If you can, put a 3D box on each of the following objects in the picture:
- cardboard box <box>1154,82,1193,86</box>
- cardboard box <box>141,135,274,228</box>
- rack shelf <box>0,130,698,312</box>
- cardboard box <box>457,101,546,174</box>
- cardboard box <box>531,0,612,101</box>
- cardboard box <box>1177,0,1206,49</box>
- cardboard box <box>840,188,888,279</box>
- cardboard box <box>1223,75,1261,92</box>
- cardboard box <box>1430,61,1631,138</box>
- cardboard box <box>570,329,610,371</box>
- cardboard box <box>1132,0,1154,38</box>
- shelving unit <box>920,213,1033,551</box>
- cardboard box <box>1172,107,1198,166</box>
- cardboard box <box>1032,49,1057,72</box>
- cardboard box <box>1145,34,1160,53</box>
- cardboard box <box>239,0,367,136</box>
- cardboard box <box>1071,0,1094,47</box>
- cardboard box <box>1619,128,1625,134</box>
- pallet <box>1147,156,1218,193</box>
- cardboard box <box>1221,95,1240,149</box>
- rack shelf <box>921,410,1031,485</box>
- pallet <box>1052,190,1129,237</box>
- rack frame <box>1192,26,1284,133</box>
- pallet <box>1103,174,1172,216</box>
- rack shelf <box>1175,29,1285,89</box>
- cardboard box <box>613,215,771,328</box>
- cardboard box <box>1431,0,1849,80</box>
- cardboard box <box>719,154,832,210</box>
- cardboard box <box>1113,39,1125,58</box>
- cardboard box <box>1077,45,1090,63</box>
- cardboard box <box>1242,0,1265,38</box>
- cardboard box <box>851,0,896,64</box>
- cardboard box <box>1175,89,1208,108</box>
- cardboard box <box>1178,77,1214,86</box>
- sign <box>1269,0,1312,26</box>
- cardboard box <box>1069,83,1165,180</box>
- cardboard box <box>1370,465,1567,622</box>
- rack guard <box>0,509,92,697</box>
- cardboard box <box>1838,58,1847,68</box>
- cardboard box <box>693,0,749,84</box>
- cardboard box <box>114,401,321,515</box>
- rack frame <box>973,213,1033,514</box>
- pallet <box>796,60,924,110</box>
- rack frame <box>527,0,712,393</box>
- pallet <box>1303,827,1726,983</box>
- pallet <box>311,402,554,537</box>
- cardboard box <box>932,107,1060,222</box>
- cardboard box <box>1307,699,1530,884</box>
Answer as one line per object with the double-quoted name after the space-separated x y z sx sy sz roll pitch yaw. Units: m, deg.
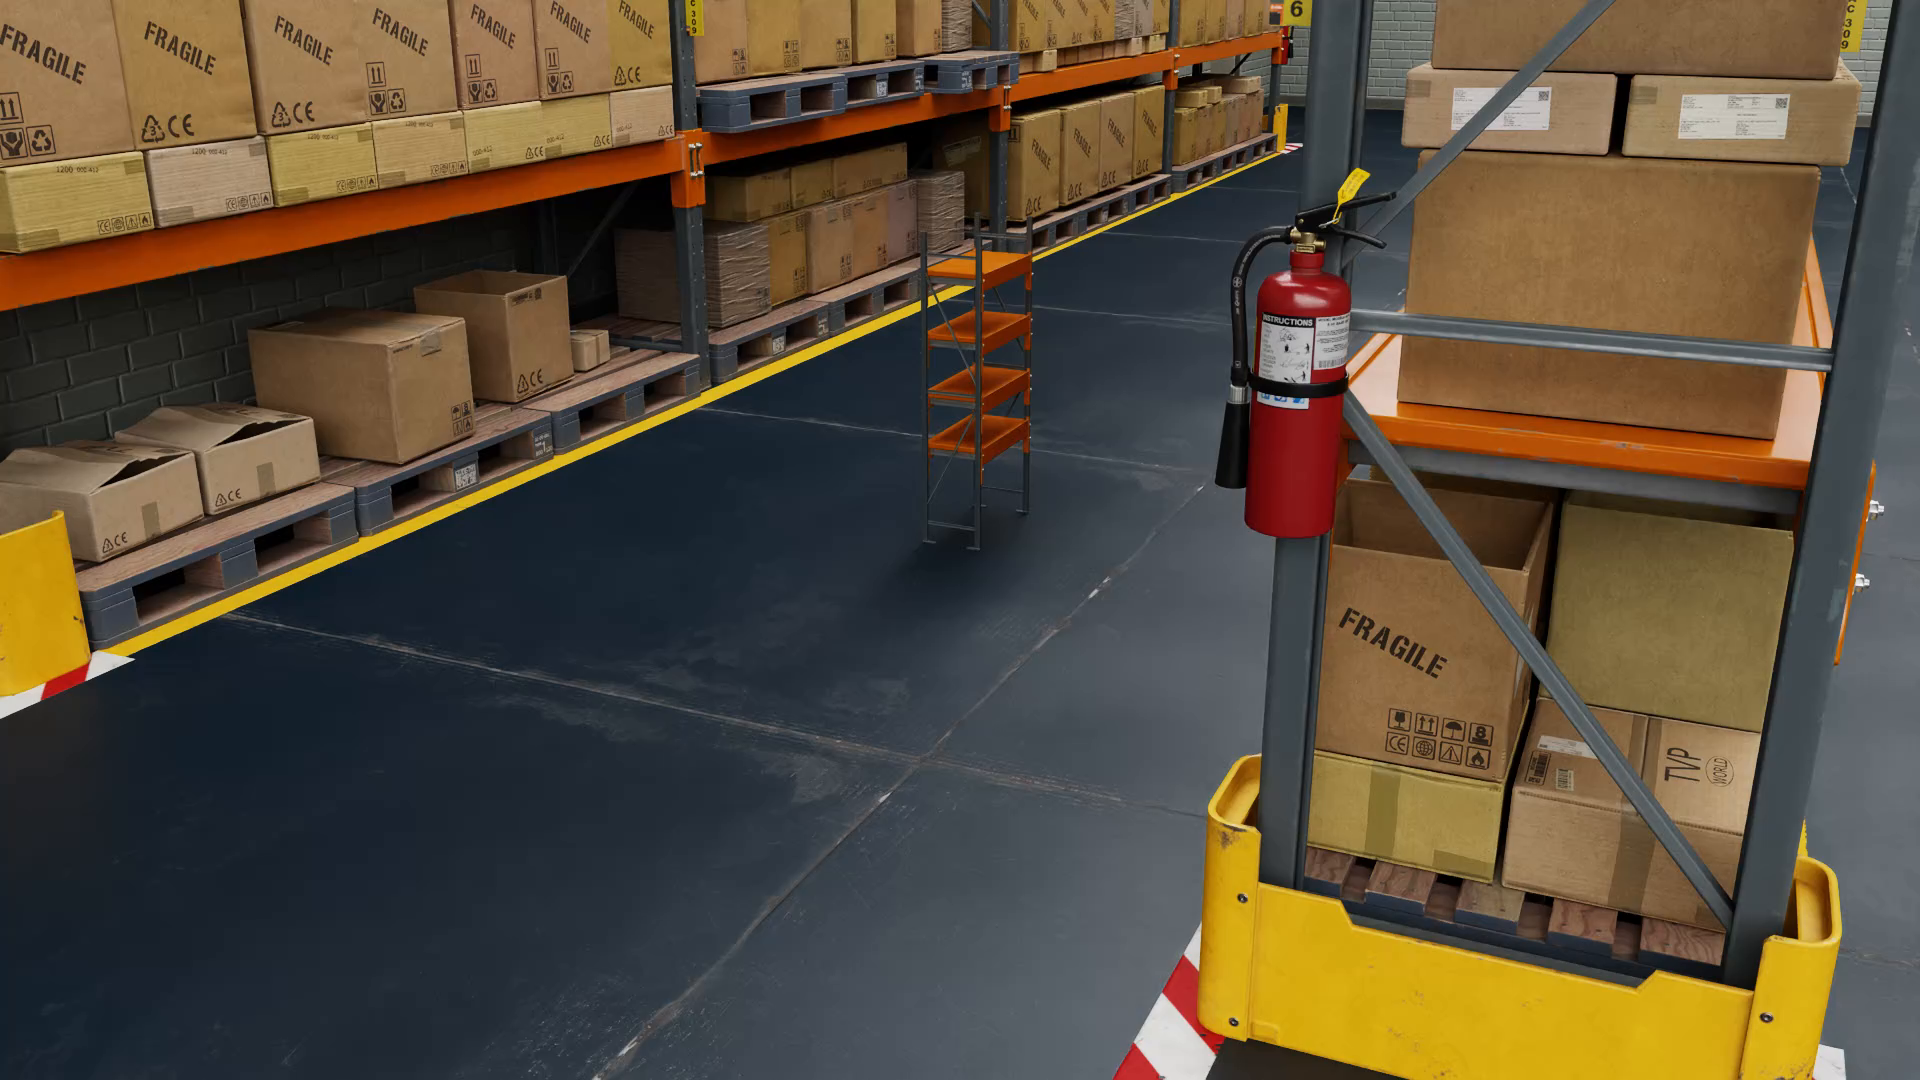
2.185 -4.623 17.127 0.380 0.149 0.250 8 21 22 "cardboard box"
-2.729 -1.238 5.668 0.500 0.250 0.500 8 21 21 "cardboard box"
-2.600 -1.306 6.737 1.077 0.370 4.000 9 21 23 "rack shelf"
-2.102 -1.701 6.970 0.500 0.250 0.500 8 21 22 "cardboard box"
-1.891 -2.208 7.275 0.500 0.500 0.500 8 21 22 "cardboard box"
1.732 -5.006 15.622 0.980 0.700 0.700 9 21 24 "cardboard box"
-0.885 -1.984 10.644 0.700 0.500 0.500 8 21 22 "cardboard box"
3.052 -4.958 18.069 0.380 0.149 0.250 8 21 22 "cardboard box"
1.191 -0.931 3.491 0.380 0.149 0.250 9 22 24 "cardboard box"
-1.972 -0.961 8.265 0.380 0.166 0.250 6 20 16 "cardboard box"
1.336 -4.565 14.206 0.500 0.500 0.500 9 21 23 "cardboard box"
0.068 -0.616 6.410 0.258 1.200 0.503 9 21 23 "shelving unit"
1.895 -3.936 16.164 0.700 0.500 0.500 9 21 23 "cardboard box"
0.501 -3.584 12.415 0.380 0.149 0.250 9 22 24 "cardboard box"
1.533 -4.370 14.625 0.380 0.149 0.250 9 21 24 "cardboard box"
-2.520 -1.737 5.951 0.500 0.500 0.500 8 21 21 "cardboard box"
0.717 -4.099 12.896 0.500 0.500 0.500 8 21 22 "cardboard box"
1.516 -0.704 3.822 0.700 0.500 0.500 9 22 24 "cardboard box"
1.878 -3.609 16.303 1.003 0.211 1.213 9 21 23 "pallet"
2.528 -4.410 17.496 0.700 0.500 0.500 8 21 21 "cardboard box"
0.068 -0.365 6.499 0.258 0.148 0.480 9 21 23 "rack shelf"
0.750 -2.767 13.935 1.003 0.211 1.213 9 21 23 "pallet"
3.133 -5.924 18.651 1.000 3.000 0.127 9 21 23 "rack frame"
1.248 -3.141 14.987 1.003 0.211 1.213 9 21 23 "pallet"
2.314 -4.974 17.052 1.077 0.370 4.000 9 21 23 "rack shelf"
-1.494 -1.513 9.320 0.700 0.500 0.500 9 22 25 "cardboard box"
1.327 -1.170 3.197 0.700 0.500 0.500 9 21 23 "cardboard box"
-1.108 -2.161 10.023 0.500 0.250 0.500 8 21 21 "cardboard box"
1.171 -4.143 13.986 0.380 0.149 0.250 9 21 23 "cardboard box"
0.822 -3.909 13.329 0.380 0.149 0.250 9 21 23 "cardboard box"
2.646 -5.684 17.528 0.980 0.700 0.700 8 21 22 "cardboard box"
-0.816 -3.204 10.196 0.700 0.500 0.500 9 21 23 "cardboard box"
2.202 -4.321 16.279 0.380 0.149 0.250 9 22 25 "cardboard box"
2.497 -4.857 17.784 0.380 0.149 0.250 9 21 23 "cardboard box"
0.613 -1.090 2.977 0.100 0.325 0.005 9 21 23 "sign"
1.348 -3.670 14.893 0.750 0.750 0.750 9 21 23 "cardboard box"
1.446 -0.123 4.695 0.500 0.500 0.500 9 21 23 "cardboard box"
-3.387 0.121 5.382 1.175 0.500 0.348 9 21 23 "rack guard"
1.668 -0.955 3.560 0.380 0.149 0.250 9 21 23 "cardboard box"
-1.541 -2.661 8.670 0.700 0.500 0.500 9 21 23 "cardboard box"
-2.820 -0.347 6.324 0.500 0.311 0.500 11 22 27 "cardboard box"
0.168 -0.691 6.620 0.240 1.200 0.015 9 21 23 "rack frame"
-0.916 -2.778 10.089 1.003 0.211 1.213 9 21 23 "pallet"
-1.781 -2.256 8.336 1.000 3.000 0.127 9 21 23 "rack frame"
1.377 0.720 4.130 1.003 0.211 1.213 9 21 23 "pallet"
-2.522 -0.358 7.160 1.003 0.211 1.213 9 21 23 "pallet"
0.278 -2.871 12.645 0.750 0.750 0.750 8 21 22 "cardboard box"
1.052 0.539 3.955 0.500 0.250 0.500 9 21 23 "cardboard box"
